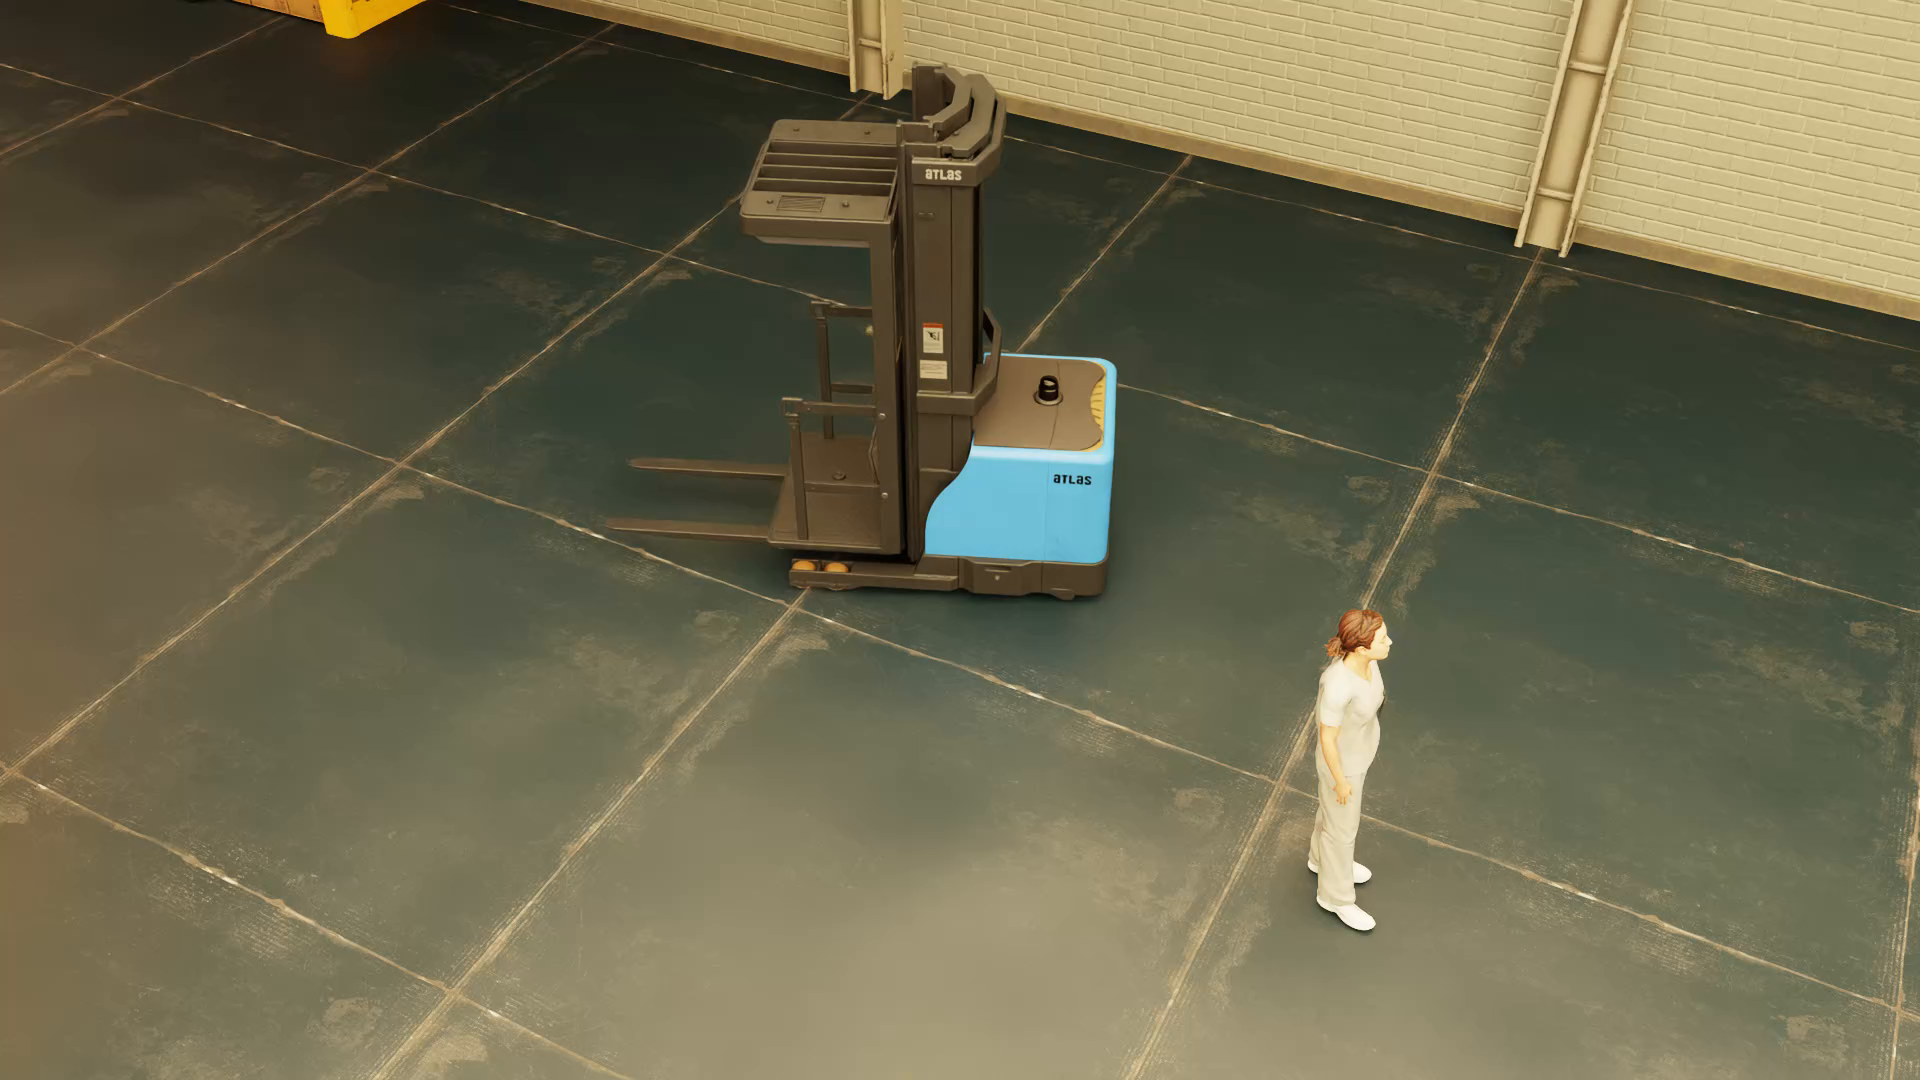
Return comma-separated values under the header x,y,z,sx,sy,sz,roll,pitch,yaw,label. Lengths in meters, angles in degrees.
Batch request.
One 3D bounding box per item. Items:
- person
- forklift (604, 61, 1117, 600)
x,y,z,sx,sy,sz,roll,pitch,yaw,label
1.863,1.024,7.733,0.548,1.673,0.550,19,44,21,person
-0.606,-1.157,9.360,3.031,2.935,1.130,3,40,4,forklift
